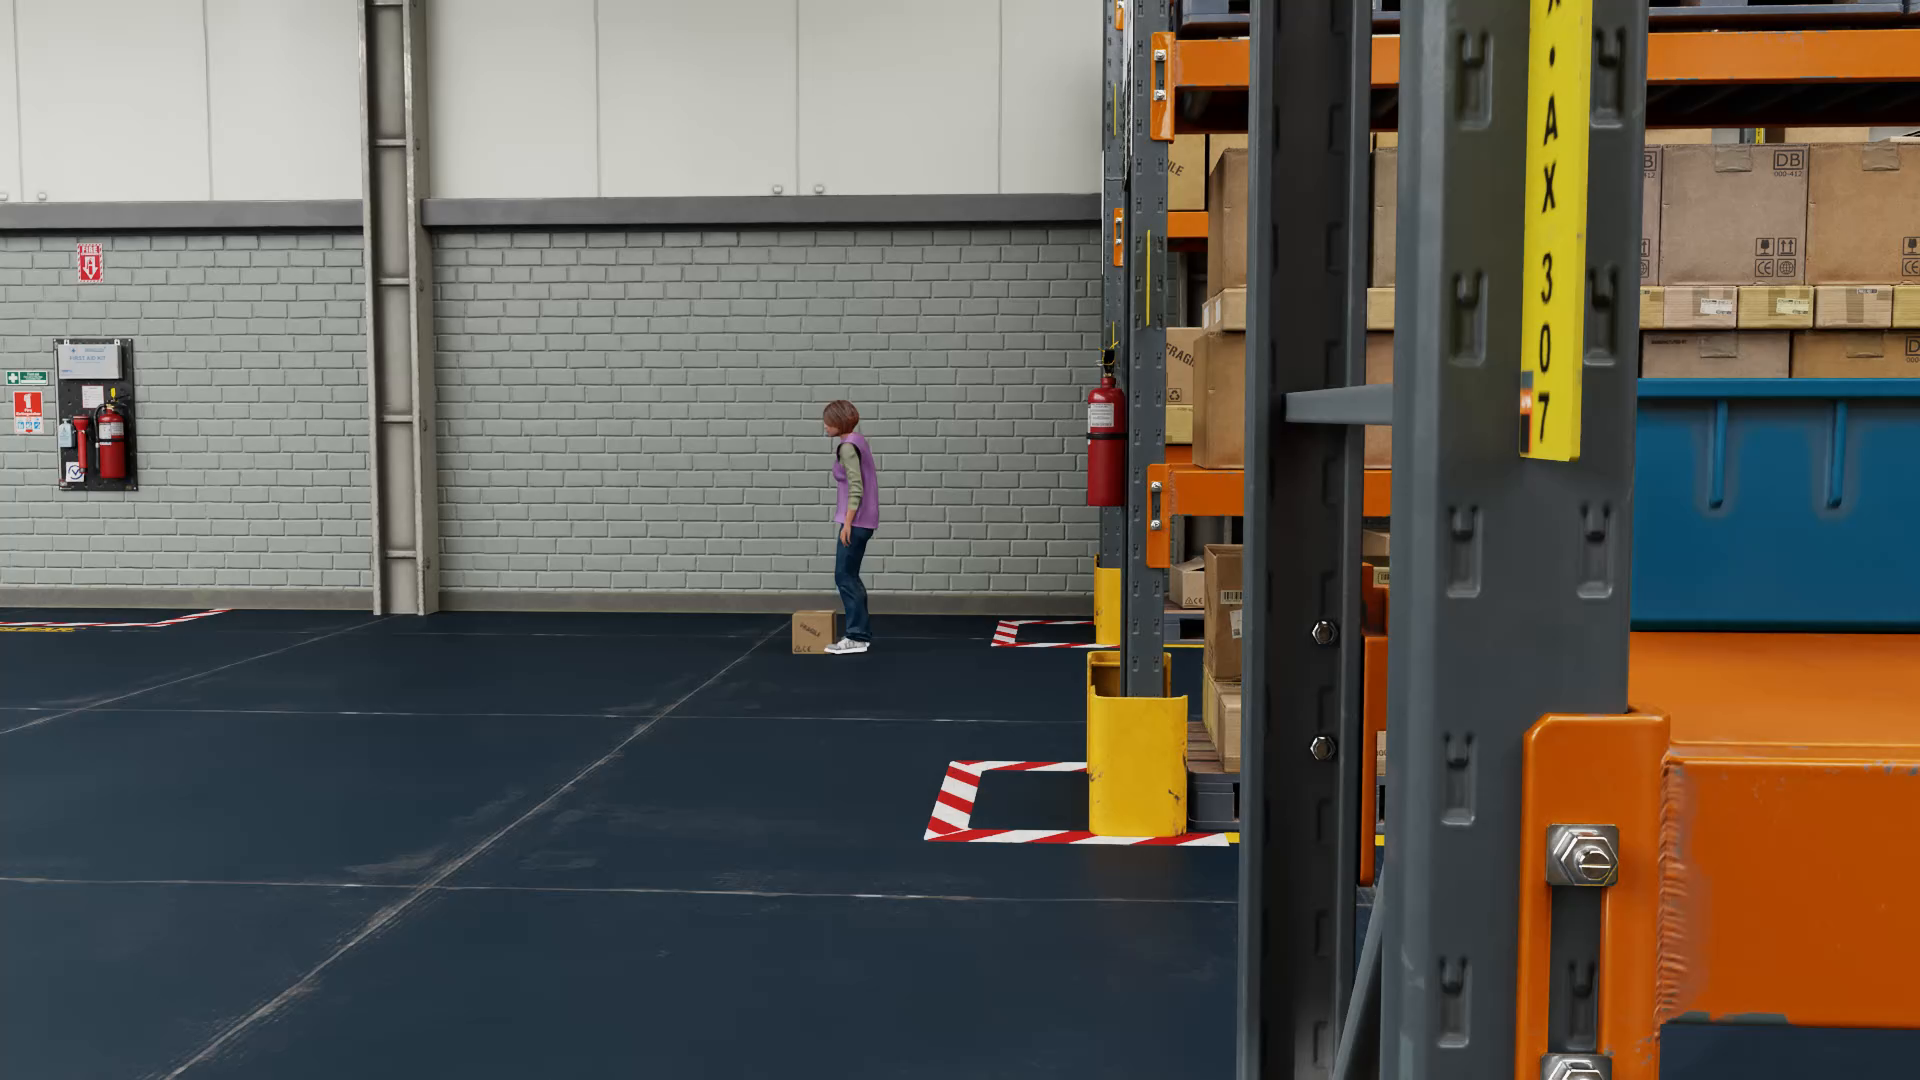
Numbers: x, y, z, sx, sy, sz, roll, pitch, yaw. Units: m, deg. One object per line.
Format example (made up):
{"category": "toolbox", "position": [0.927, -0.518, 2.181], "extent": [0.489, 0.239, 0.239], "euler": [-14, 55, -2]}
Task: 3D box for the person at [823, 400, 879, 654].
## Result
{"category": "person", "position": [-0.685, -0.085, 10.506], "extent": [0.347, 1.590, 0.472], "euler": [0, 4, 1]}
